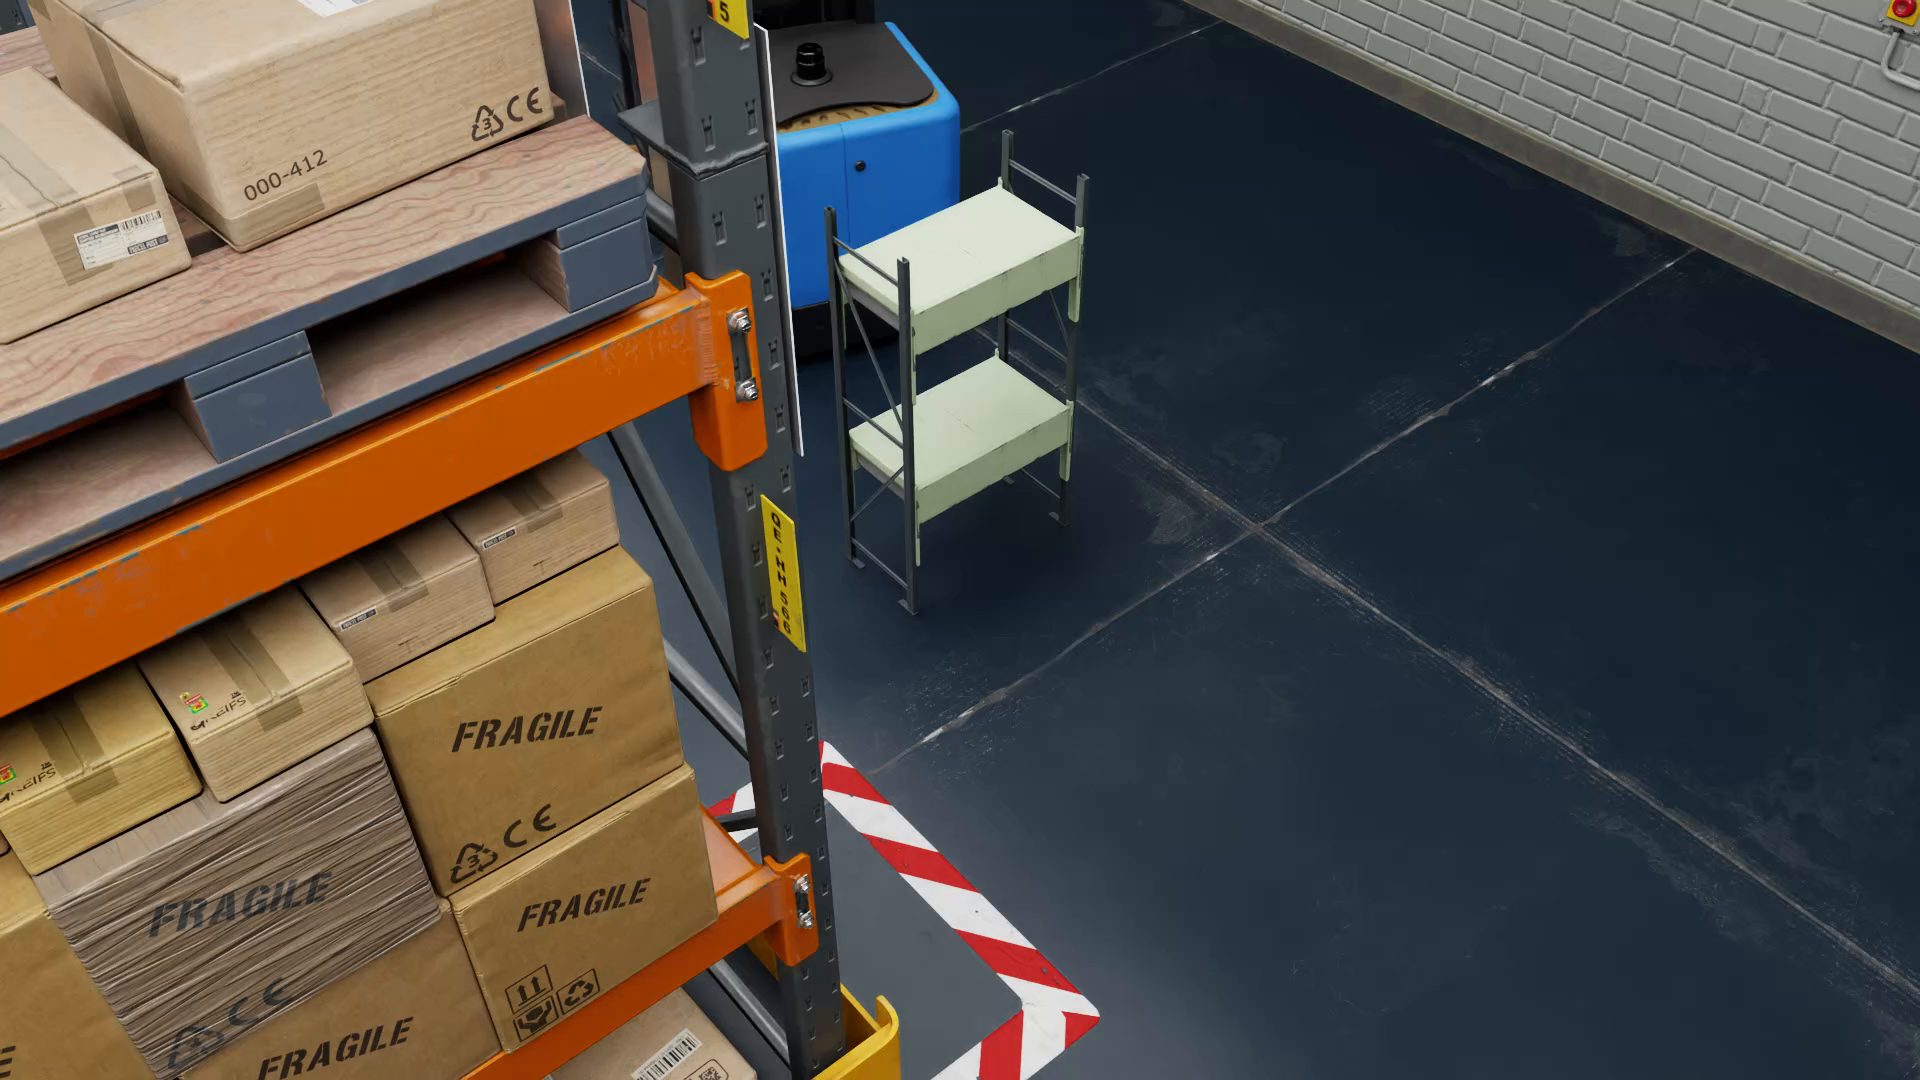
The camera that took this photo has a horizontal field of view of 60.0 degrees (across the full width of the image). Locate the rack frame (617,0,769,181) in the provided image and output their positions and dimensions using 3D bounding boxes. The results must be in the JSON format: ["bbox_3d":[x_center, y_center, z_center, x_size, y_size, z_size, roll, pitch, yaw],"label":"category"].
[{"bbox_3d":[-0.654,-1.906,1.707,0.127,3.000,1.000,-30,51,-28],"label":"rack frame"}]

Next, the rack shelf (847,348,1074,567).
[{"bbox_3d":[-0.005,-0.306,5.957,0.720,0.370,0.431,-30,51,-28],"label":"rack shelf"}]

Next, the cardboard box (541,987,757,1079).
[{"bbox_3d":[-1.096,1.404,4.129,0.875,0.438,0.875,-32,52,-29],"label":"cardboard box"}]

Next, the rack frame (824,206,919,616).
[{"bbox_3d":[-0.286,-0.383,5.562,0.023,1.500,0.400,-30,51,-28],"label":"rack frame"}]

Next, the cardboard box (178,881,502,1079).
[{"bbox_3d":[-1.249,0.807,3.126,0.500,0.500,0.500,-31,51,-29],"label":"cardboard box"}]

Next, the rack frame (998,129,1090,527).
[{"bbox_3d":[0.276,-0.705,5.905,0.023,1.500,0.400,-30,51,-28],"label":"rack frame"}]

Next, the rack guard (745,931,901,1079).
[{"bbox_3d":[-0.636,1.181,4.627,0.348,0.500,1.175,-30,51,-28],"label":"rack guard"}]

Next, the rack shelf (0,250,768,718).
[{"bbox_3d":[-2.188,0.328,2.044,4.000,0.370,1.077,-30,51,-28],"label":"rack shelf"}]

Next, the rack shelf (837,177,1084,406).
[{"bbox_3d":[-0.005,-0.828,5.466,0.720,0.370,0.431,-30,51,-28],"label":"rack shelf"}]

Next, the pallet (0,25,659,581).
[{"bbox_3d":[-1.216,-0.449,2.411,1.213,0.211,1.003,-30,51,-28],"label":"pallet"}]

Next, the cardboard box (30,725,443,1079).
[{"bbox_3d":[-1.253,0.461,2.764,0.500,0.500,0.500,-30,51,-28],"label":"cardboard box"}]

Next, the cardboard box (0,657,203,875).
[{"bbox_3d":[-1.344,0.277,2.487,0.250,0.149,0.380,-29,50,-27],"label":"cardboard box"}]

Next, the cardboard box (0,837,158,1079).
[{"bbox_3d":[-1.635,0.677,2.535,0.500,0.500,0.500,-30,51,-28],"label":"cardboard box"}]

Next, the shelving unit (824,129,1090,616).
[{"bbox_3d":[-0.005,-0.544,5.733,0.755,1.500,0.431,-30,51,-28],"label":"shelving unit"}]

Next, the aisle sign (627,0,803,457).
[{"bbox_3d":[-0.400,-0.536,2.731,0.004,0.787,0.394,-30,51,-28],"label":"aisle sign"}]

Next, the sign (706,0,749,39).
[{"bbox_3d":[-0.317,-0.816,2.148,0.005,0.325,0.100,-30,51,-28],"label":"sign"}]

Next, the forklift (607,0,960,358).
[{"bbox_3d":[-1.004,-2.808,7.098,1.130,2.935,3.031,-15,45,-16],"label":"forklift"}]

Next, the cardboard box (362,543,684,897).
[{"bbox_3d":[-0.871,0.216,3.025,0.500,0.500,0.500,-28,50,-27],"label":"cardboard box"}]

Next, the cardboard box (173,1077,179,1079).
[{"bbox_3d":[-1.637,1.038,2.880,0.500,0.500,0.500,-28,50,-27],"label":"cardboard box"}]

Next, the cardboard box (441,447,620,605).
[{"bbox_3d":[-0.801,-0.094,2.882,0.250,0.149,0.380,-29,50,-27],"label":"cardboard box"}]

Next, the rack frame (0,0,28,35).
[{"bbox_3d":[-3.908,-2.275,6.481,0.127,3.000,1.000,-30,51,-28],"label":"rack frame"}]

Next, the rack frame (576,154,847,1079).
[{"bbox_3d":[-0.654,0.280,3.760,0.127,3.000,1.000,-30,51,-28],"label":"rack frame"}]

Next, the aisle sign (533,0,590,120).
[{"bbox_3d":[-0.785,-0.851,3.066,0.004,0.787,0.394,-30,51,-28],"label":"aisle sign"}]

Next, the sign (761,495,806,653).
[{"bbox_3d":[-0.317,0.063,2.973,0.005,0.325,0.100,-30,51,-28],"label":"sign"}]

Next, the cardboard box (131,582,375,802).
[{"bbox_3d":[-1.124,0.188,2.582,0.250,0.149,0.380,-30,51,-28],"label":"cardboard box"}]

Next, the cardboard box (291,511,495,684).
[{"bbox_3d":[-0.980,0.030,2.750,0.250,0.149,0.380,-29,50,-27],"label":"cardboard box"}]

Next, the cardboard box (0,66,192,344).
[{"bbox_3d":[-1.212,-0.440,2.140,0.250,0.149,0.380,-34,53,-31],"label":"cardboard box"}]

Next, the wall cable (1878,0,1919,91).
[{"bbox_3d":[3.656,-2.590,6.052,0.123,1.953,0.585,-30,51,-28],"label":"wall cable"}]

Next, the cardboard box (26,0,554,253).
[{"bbox_3d":[-0.942,-0.703,2.346,0.500,0.250,0.500,34,53,31],"label":"cardboard box"}]

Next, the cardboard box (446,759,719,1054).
[{"bbox_3d":[-0.854,0.595,3.353,0.500,0.500,0.500,-30,51,-28],"label":"cardboard box"}]

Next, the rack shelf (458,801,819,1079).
[{"bbox_3d":[-2.188,1.421,3.071,4.000,0.370,1.077,-30,51,-28],"label":"rack shelf"}]

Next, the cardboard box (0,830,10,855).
[{"bbox_3d":[-1.590,0.354,2.405,0.250,0.149,0.380,-30,51,-28],"label":"cardboard box"}]
